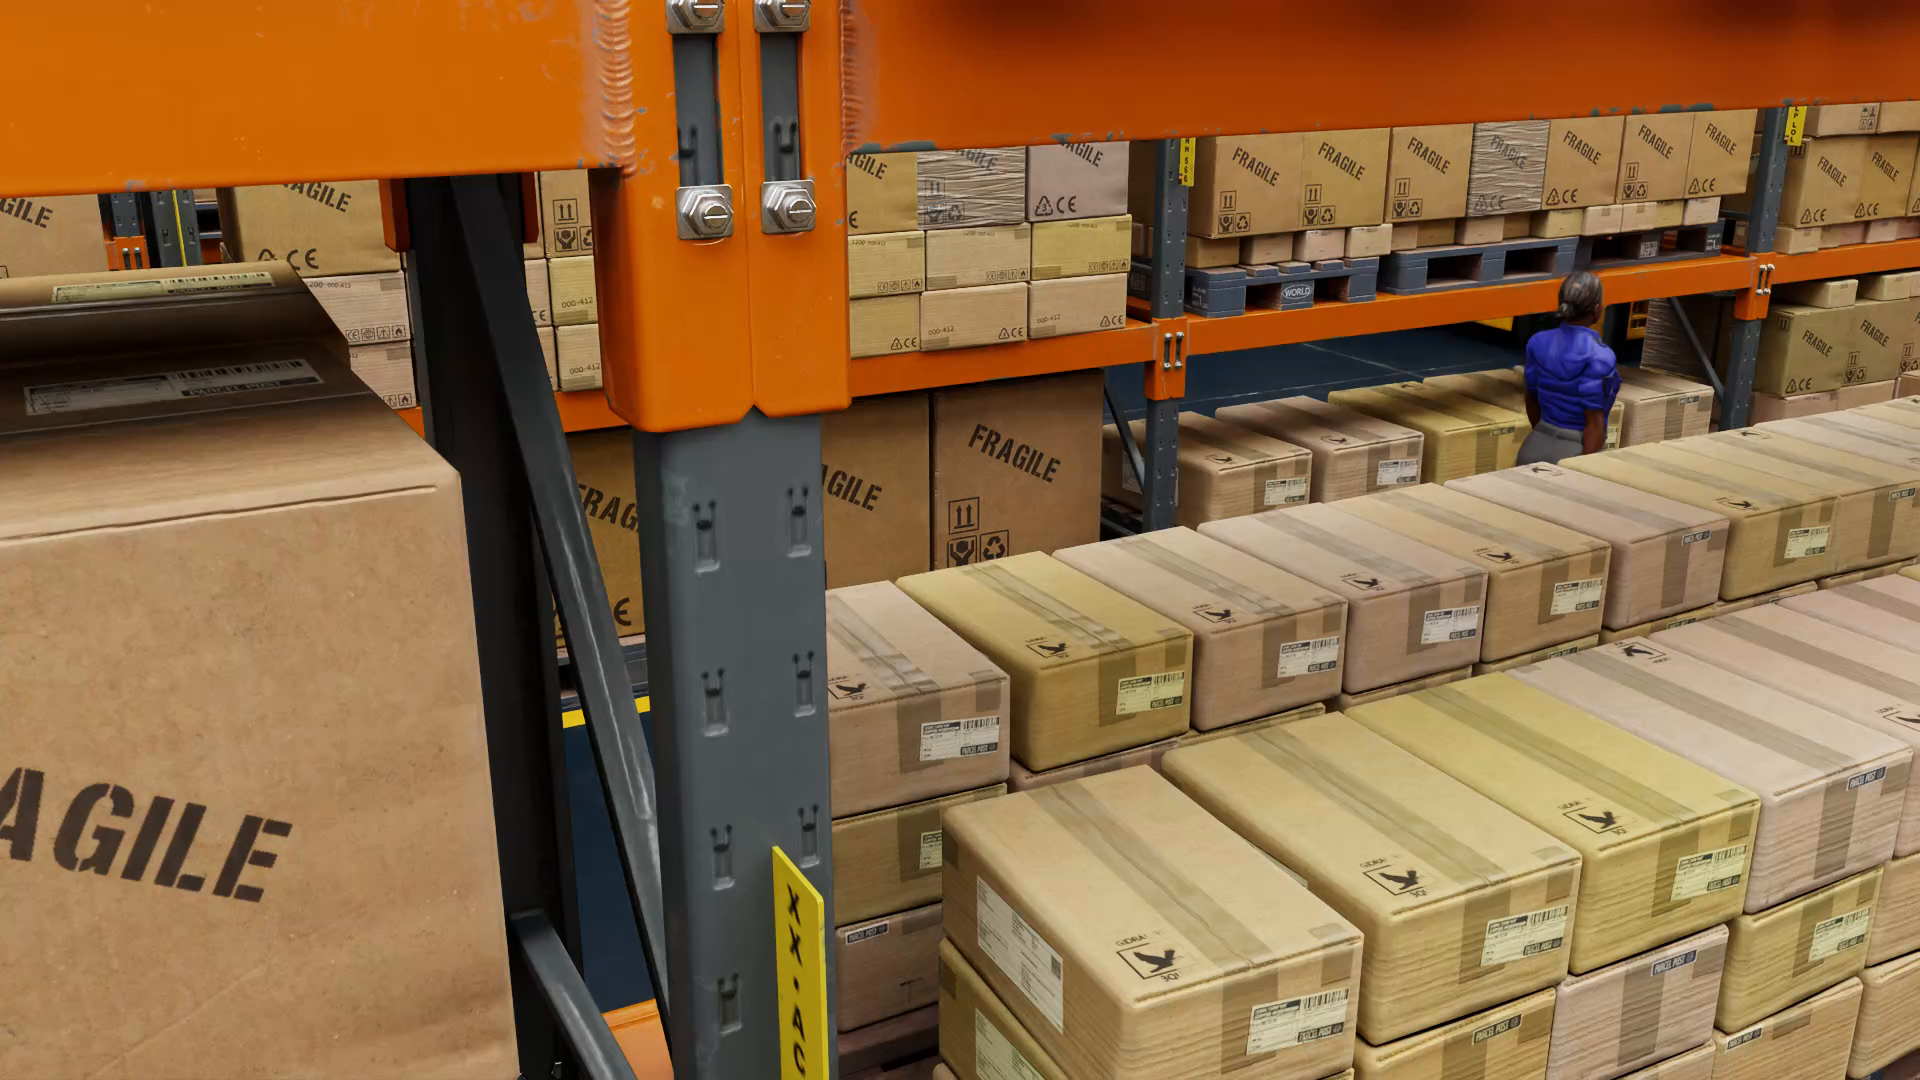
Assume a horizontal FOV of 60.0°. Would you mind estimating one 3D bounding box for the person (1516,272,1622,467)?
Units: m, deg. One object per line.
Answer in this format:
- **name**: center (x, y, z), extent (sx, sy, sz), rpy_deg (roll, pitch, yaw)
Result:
- **person**: center (2.623, -0.357, 7.090), extent (0.956, 1.604, 0.468), rpy_deg (-13, 23, -34)
